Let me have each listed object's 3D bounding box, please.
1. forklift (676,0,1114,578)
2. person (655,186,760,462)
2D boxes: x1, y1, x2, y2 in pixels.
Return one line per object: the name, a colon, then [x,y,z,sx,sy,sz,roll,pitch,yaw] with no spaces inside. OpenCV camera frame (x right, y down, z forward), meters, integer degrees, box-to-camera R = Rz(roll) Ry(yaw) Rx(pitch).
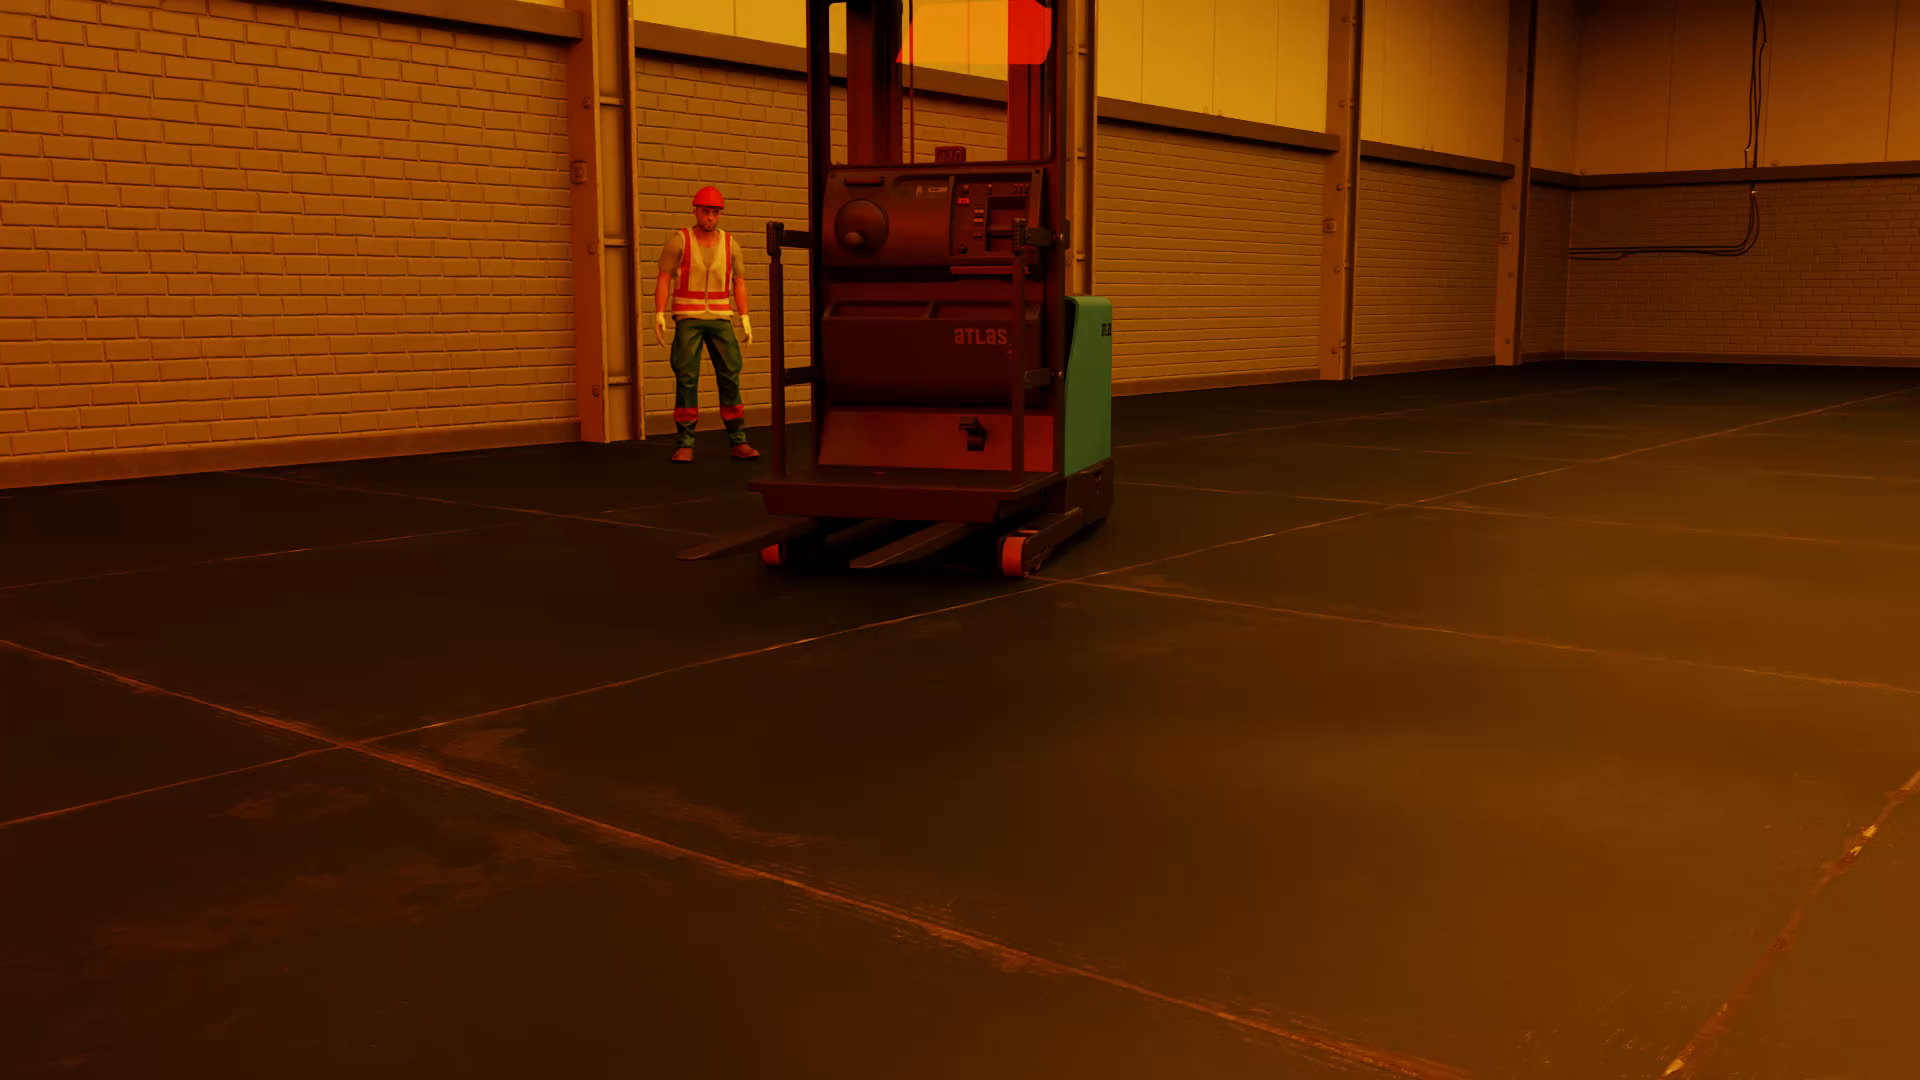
forklift: [-0.176,-1.366,6.616,1.130,2.935,3.031,3,9,17]
person: [-1.681,-1.417,10.949,0.657,1.780,0.459,-4,9,-23]
